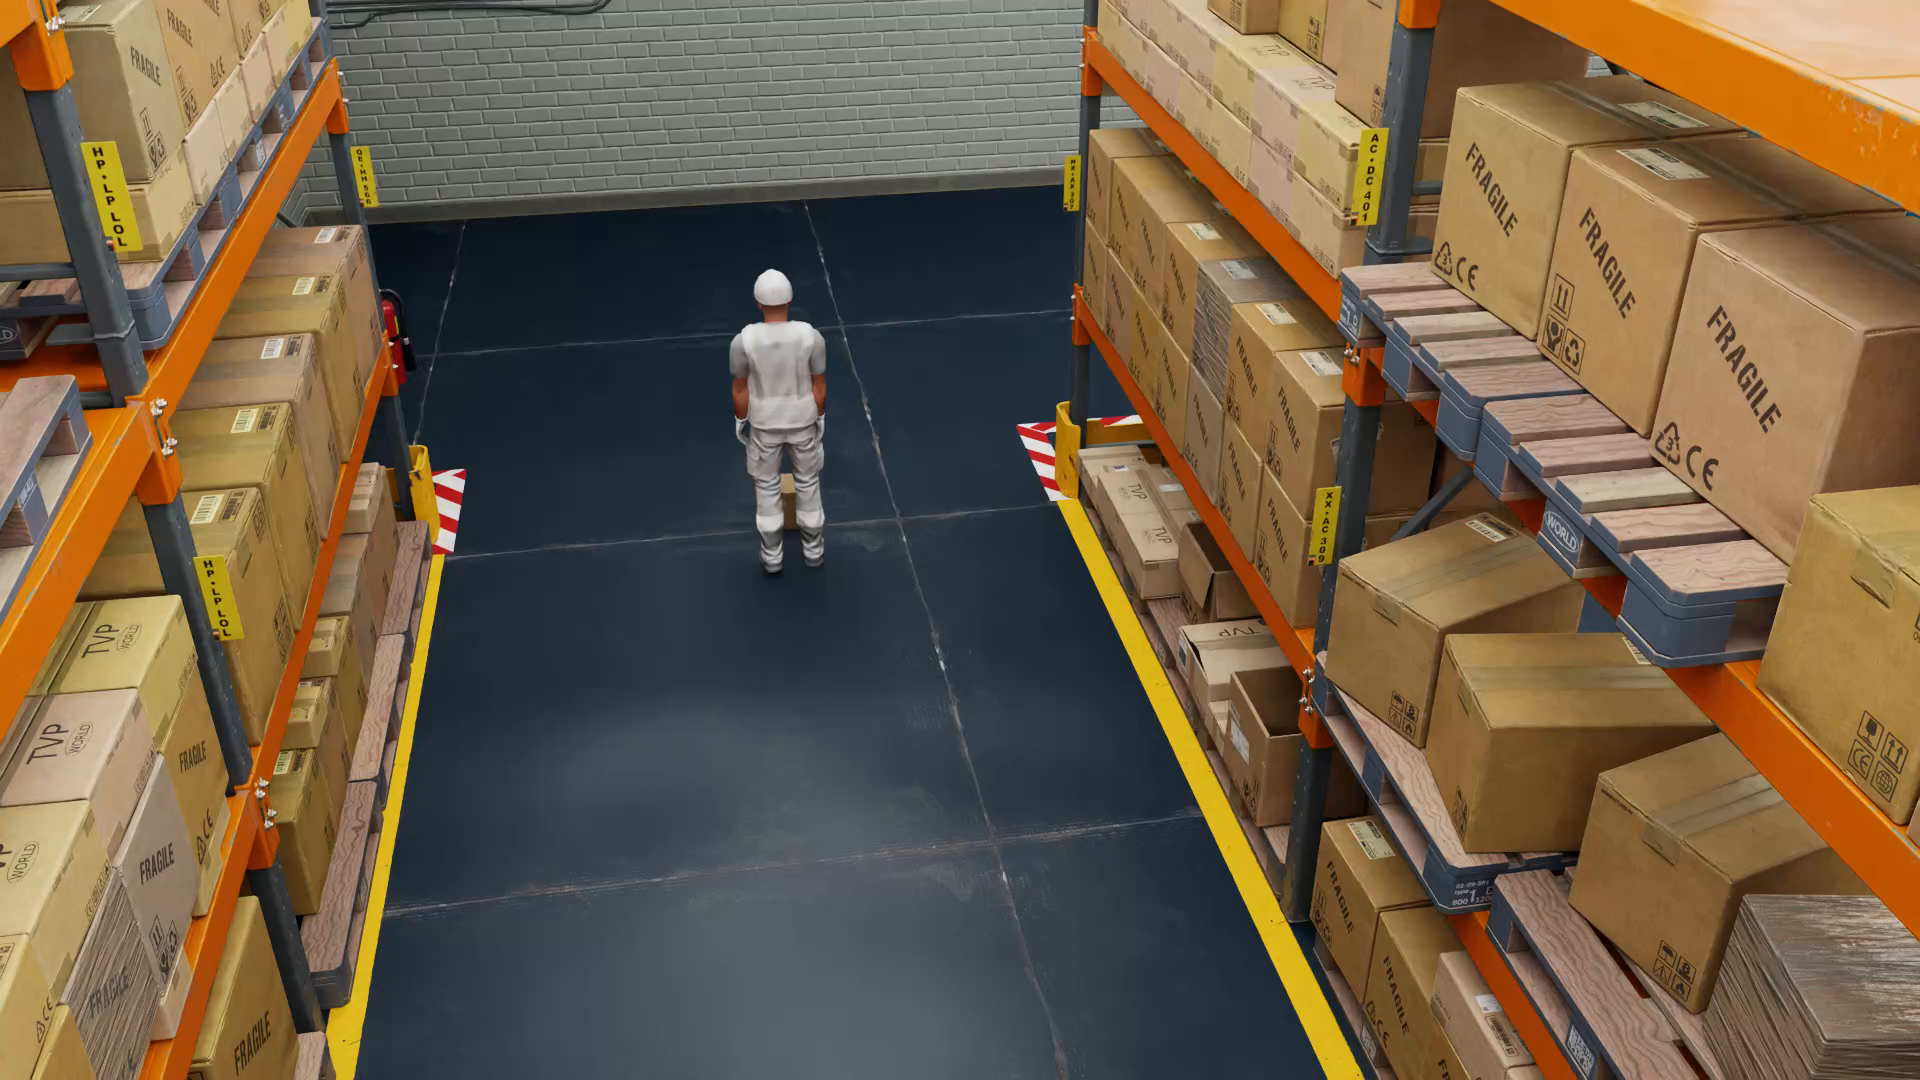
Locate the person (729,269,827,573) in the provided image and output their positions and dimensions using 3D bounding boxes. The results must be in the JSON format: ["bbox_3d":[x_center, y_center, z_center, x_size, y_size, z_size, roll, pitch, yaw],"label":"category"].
[{"bbox_3d":[-0.992,-0.653,9.239,0.525,1.794,0.341,-5,31,-8],"label":"person"}]
